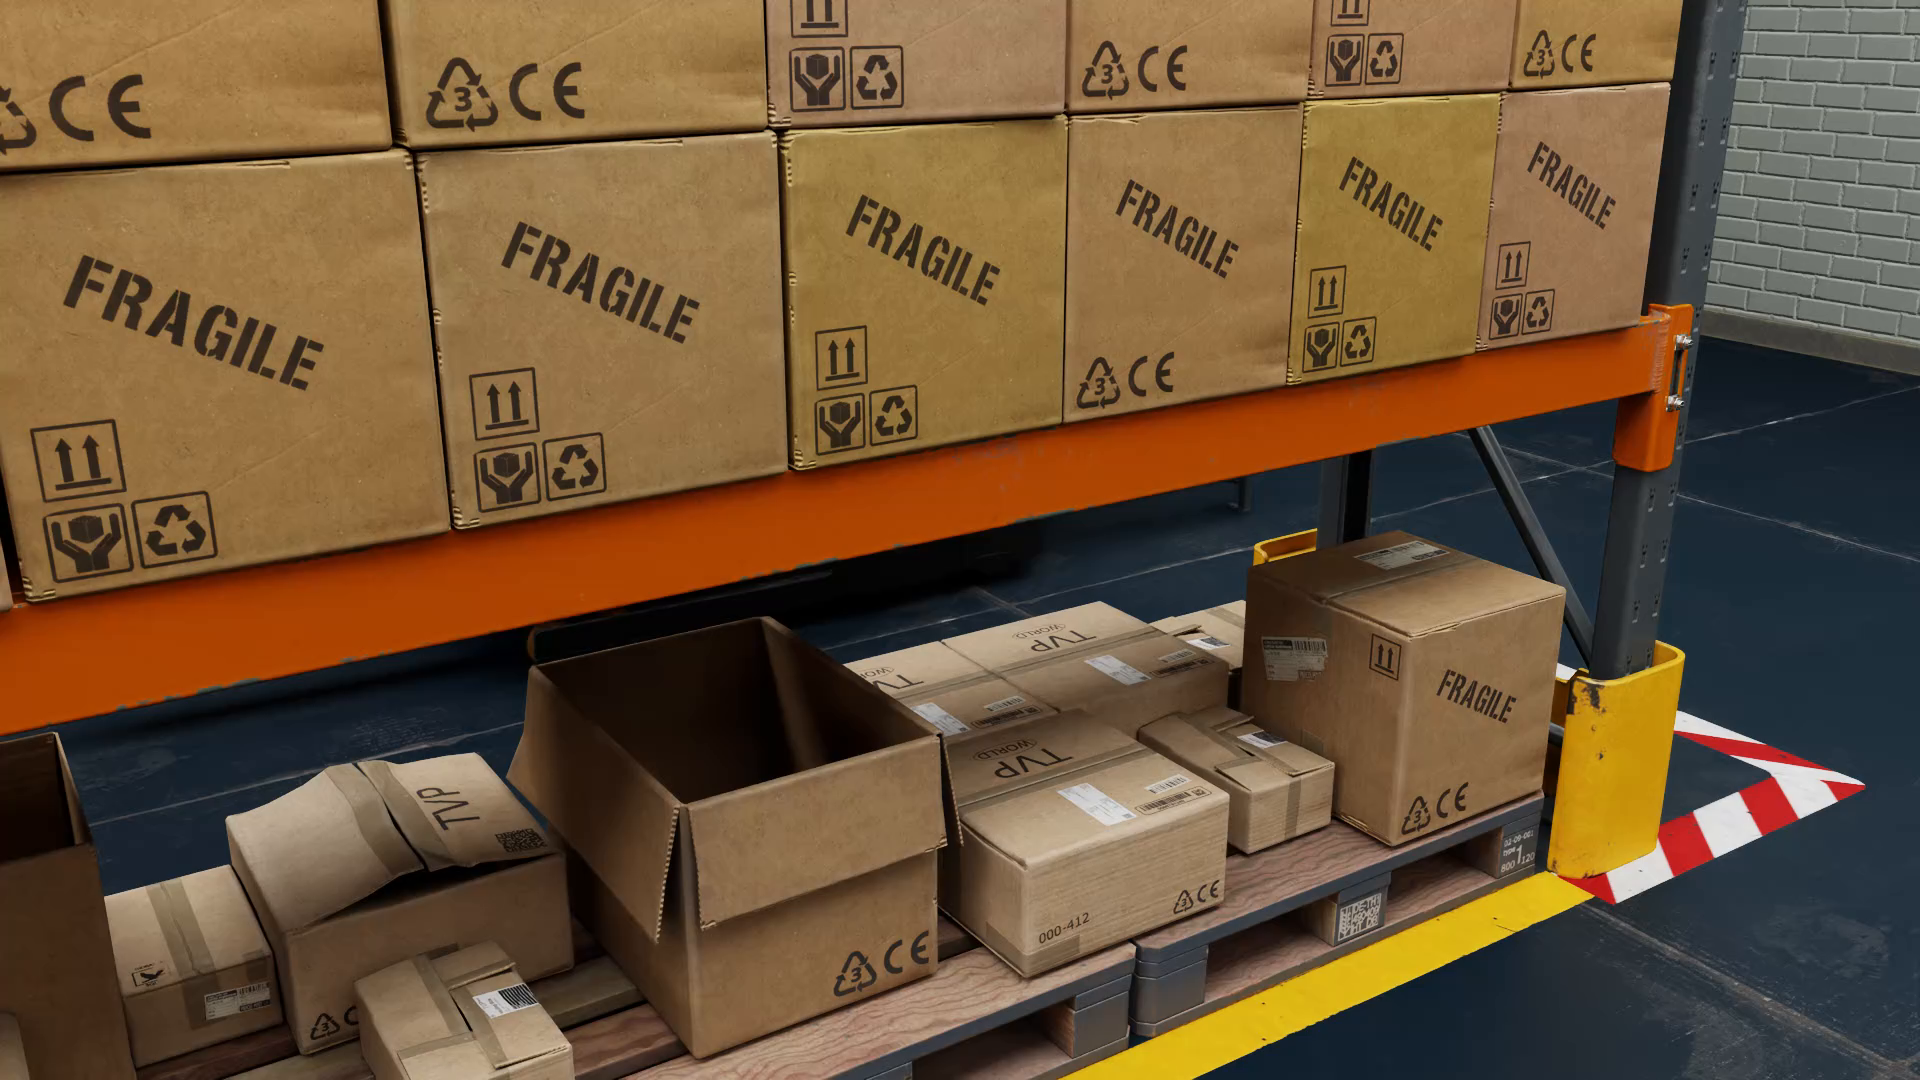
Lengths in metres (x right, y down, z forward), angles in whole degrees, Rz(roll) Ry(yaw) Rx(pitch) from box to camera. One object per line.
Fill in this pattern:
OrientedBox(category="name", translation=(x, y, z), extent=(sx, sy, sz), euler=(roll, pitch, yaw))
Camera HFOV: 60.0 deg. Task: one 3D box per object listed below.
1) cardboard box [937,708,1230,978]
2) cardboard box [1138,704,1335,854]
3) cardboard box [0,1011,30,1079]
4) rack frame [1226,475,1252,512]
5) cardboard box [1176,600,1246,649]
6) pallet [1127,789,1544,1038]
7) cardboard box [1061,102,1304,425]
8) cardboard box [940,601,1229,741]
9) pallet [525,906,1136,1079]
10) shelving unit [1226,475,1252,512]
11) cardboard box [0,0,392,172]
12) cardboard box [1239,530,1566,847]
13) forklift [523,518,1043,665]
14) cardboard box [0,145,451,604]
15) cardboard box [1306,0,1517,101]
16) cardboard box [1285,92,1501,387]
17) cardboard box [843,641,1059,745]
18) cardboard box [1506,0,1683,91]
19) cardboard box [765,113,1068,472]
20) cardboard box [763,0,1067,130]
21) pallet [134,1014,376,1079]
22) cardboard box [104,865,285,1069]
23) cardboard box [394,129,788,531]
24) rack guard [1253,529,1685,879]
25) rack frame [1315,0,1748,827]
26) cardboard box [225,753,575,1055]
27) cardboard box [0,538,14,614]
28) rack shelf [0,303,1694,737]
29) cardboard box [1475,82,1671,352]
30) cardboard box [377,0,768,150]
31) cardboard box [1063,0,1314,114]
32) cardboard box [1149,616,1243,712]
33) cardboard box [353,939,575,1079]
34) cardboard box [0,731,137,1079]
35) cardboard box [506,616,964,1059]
OrientedBox(category="cardboard box", translation=(0.193, 0.597, 3.401), extent=(0.500, 0.250, 0.500), euler=(-12, 22, -31))
OrientedBox(category="cardboard box", translation=(0.615, 0.525, 3.746), extent=(0.250, 0.166, 0.380), euler=(-12, 22, -31))
OrientedBox(category="cardboard box", translation=(-1.550, 0.936, 2.304), extent=(0.500, 0.311, 0.500), euler=(-12, 22, -31))
OrientedBox(category="rack frame", translation=(1.011, -0.891, 6.539), extent=(0.032, 1.500, 0.500), euler=(-11, 21, -29))
OrientedBox(category="cardboard box", translation=(0.783, 0.306, 4.421), extent=(0.250, 0.149, 0.380), euler=(-12, 22, -31))
OrientedBox(category="pallet", translation=(0.593, 0.657, 3.972), extent=(1.213, 0.211, 1.003), euler=(-12, 22, -31))
OrientedBox(category="cardboard box", translation=(0.246, -0.535, 2.987), extent=(0.500, 0.500, 0.500), euler=(-12, 22, -31))
OrientedBox(category="cardboard box", translation=(0.294, 0.384, 4.031), extent=(0.500, 0.250, 0.500), euler=(-12, 22, -31))
OrientedBox(category="pallet", translation=(-0.425, 0.871, 3.340), extent=(1.213, 0.211, 1.003), euler=(-12, 22, -31))
OrientedBox(category="shelving unit", translation=(0.572, -0.809, 6.295), extent=(1.048, 1.500, 0.538), euler=(-11, 21, -29))
OrientedBox(category="cardboard box", translation=(-1.040, -0.733, 2.013), extent=(0.500, 0.500, 0.500), euler=(-13, 22, -33))
OrientedBox(category="cardboard box", translation=(1.003, 0.319, 3.832), extent=(0.500, 0.500, 0.500), euler=(-12, 22, -31))
OrientedBox(category="forklift", translation=(-1.238, -1.175, 5.144), extent=(3.031, 2.935, 1.130), euler=(-11, 21, -29))
OrientedBox(category="cardboard box", translation=(-1.018, -0.269, 2.200), extent=(0.500, 0.500, 0.500), euler=(-11, 22, -30))
OrientedBox(category="cardboard box", translation=(0.680, -1.098, 3.091), extent=(0.500, 0.500, 0.500), euler=(-11, 22, -30))
OrientedBox(category="cardboard box", translation=(0.666, -0.621, 3.243), extent=(0.500, 0.500, 0.500), euler=(-12, 22, -31))
OrientedBox(category="cardboard box", translation=(-0.124, 0.472, 3.771), extent=(0.500, 0.250, 0.500), euler=(-12, 22, -31))
OrientedBox(category="cardboard box", translation=(1.101, -1.187, 3.355), extent=(0.500, 0.500, 0.500), euler=(-12, 22, -32))
OrientedBox(category="cardboard box", translation=(-0.175, -0.446, 2.725), extent=(0.500, 0.500, 0.500), euler=(-12, 22, -32))
OrientedBox(category="cardboard box", translation=(-0.180, -0.915, 2.550), extent=(0.500, 0.500, 0.500), euler=(-11, 22, -30))
OrientedBox(category="pallet", translation=(-1.445, 1.087, 2.700), extent=(1.213, 0.211, 1.003), euler=(-12, 22, -31))
OrientedBox(category="cardboard box", translation=(-1.419, 0.770, 3.047), extent=(0.250, 0.149, 0.380), euler=(-12, 22, -31))
OrientedBox(category="cardboard box", translation=(-0.599, -0.356, 2.459), extent=(0.500, 0.500, 0.500), euler=(-12, 22, -32))
OrientedBox(category="rack guard", translation=(1.258, 0.380, 4.342), extent=(0.348, 0.500, 1.175), euler=(-12, 22, -31))
OrientedBox(category="rack frame", translation=(1.322, -0.818, 3.981), extent=(0.127, 3.000, 1.000), euler=(-12, 22, -31))
OrientedBox(category="cardboard box", translation=(-1.073, 0.644, 3.169), extent=(0.500, 0.311, 0.500), euler=(-12, 22, -31))
OrientedBox(category="cardboard box", translation=(-1.444, -0.178, 1.931), extent=(0.500, 0.500, 0.500), euler=(-11, 22, -30))
OrientedBox(category="rack shelf", translation=(-0.349, -0.125, 3.054), extent=(4.000, 0.370, 1.077), euler=(-12, 22, -31))
OrientedBox(category="cardboard box", translation=(1.097, -0.714, 3.516), extent=(0.500, 0.500, 0.500), euler=(-11, 22, -30))
OrientedBox(category="cardboard box", translation=(-0.611, -0.824, 2.280), extent=(0.500, 0.500, 0.500), euler=(-13, 22, -33))
OrientedBox(category="cardboard box", translation=(0.249, -1.005, 2.817), extent=(0.500, 0.500, 0.500), euler=(-11, 22, -30))
OrientedBox(category="cardboard box", translation=(0.574, 0.342, 4.288), extent=(0.250, 0.166, 0.380), euler=(-12, 22, -31))
OrientedBox(category="cardboard box", translation=(-0.833, 0.849, 2.786), extent=(0.250, 0.166, 0.380), euler=(-12, 22, -31))
OrientedBox(category="cardboard box", translation=(-1.699, 0.686, 2.748), extent=(0.500, 0.500, 0.500), euler=(-12, 22, -31))
OrientedBox(category="cardboard box", translation=(-0.453, 0.528, 3.209), extent=(0.637, 0.503, 0.797), euler=(-12, 22, -31))
